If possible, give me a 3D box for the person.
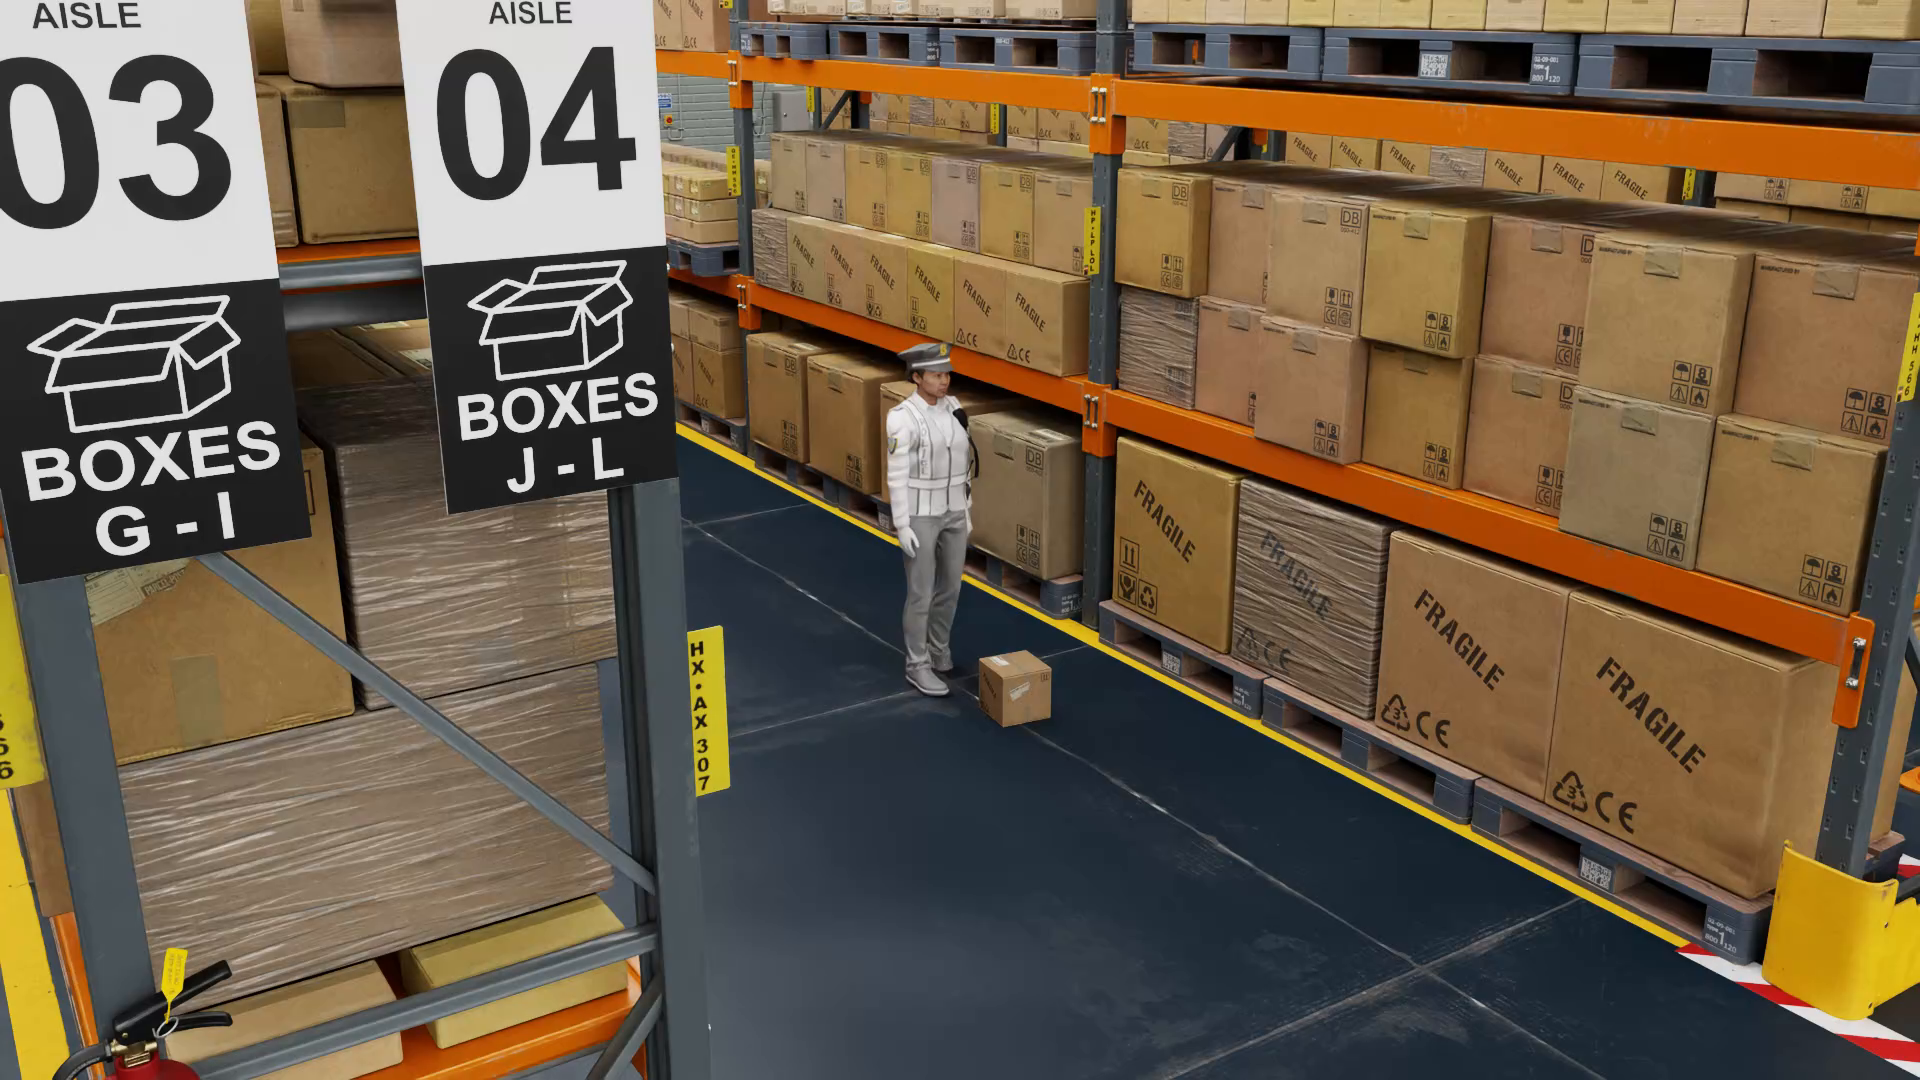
[{"bbox_3d":[-0.132,-0.075,7.886,0.482,1.767,0.417,-15,23,-37],"label":"person"}]
